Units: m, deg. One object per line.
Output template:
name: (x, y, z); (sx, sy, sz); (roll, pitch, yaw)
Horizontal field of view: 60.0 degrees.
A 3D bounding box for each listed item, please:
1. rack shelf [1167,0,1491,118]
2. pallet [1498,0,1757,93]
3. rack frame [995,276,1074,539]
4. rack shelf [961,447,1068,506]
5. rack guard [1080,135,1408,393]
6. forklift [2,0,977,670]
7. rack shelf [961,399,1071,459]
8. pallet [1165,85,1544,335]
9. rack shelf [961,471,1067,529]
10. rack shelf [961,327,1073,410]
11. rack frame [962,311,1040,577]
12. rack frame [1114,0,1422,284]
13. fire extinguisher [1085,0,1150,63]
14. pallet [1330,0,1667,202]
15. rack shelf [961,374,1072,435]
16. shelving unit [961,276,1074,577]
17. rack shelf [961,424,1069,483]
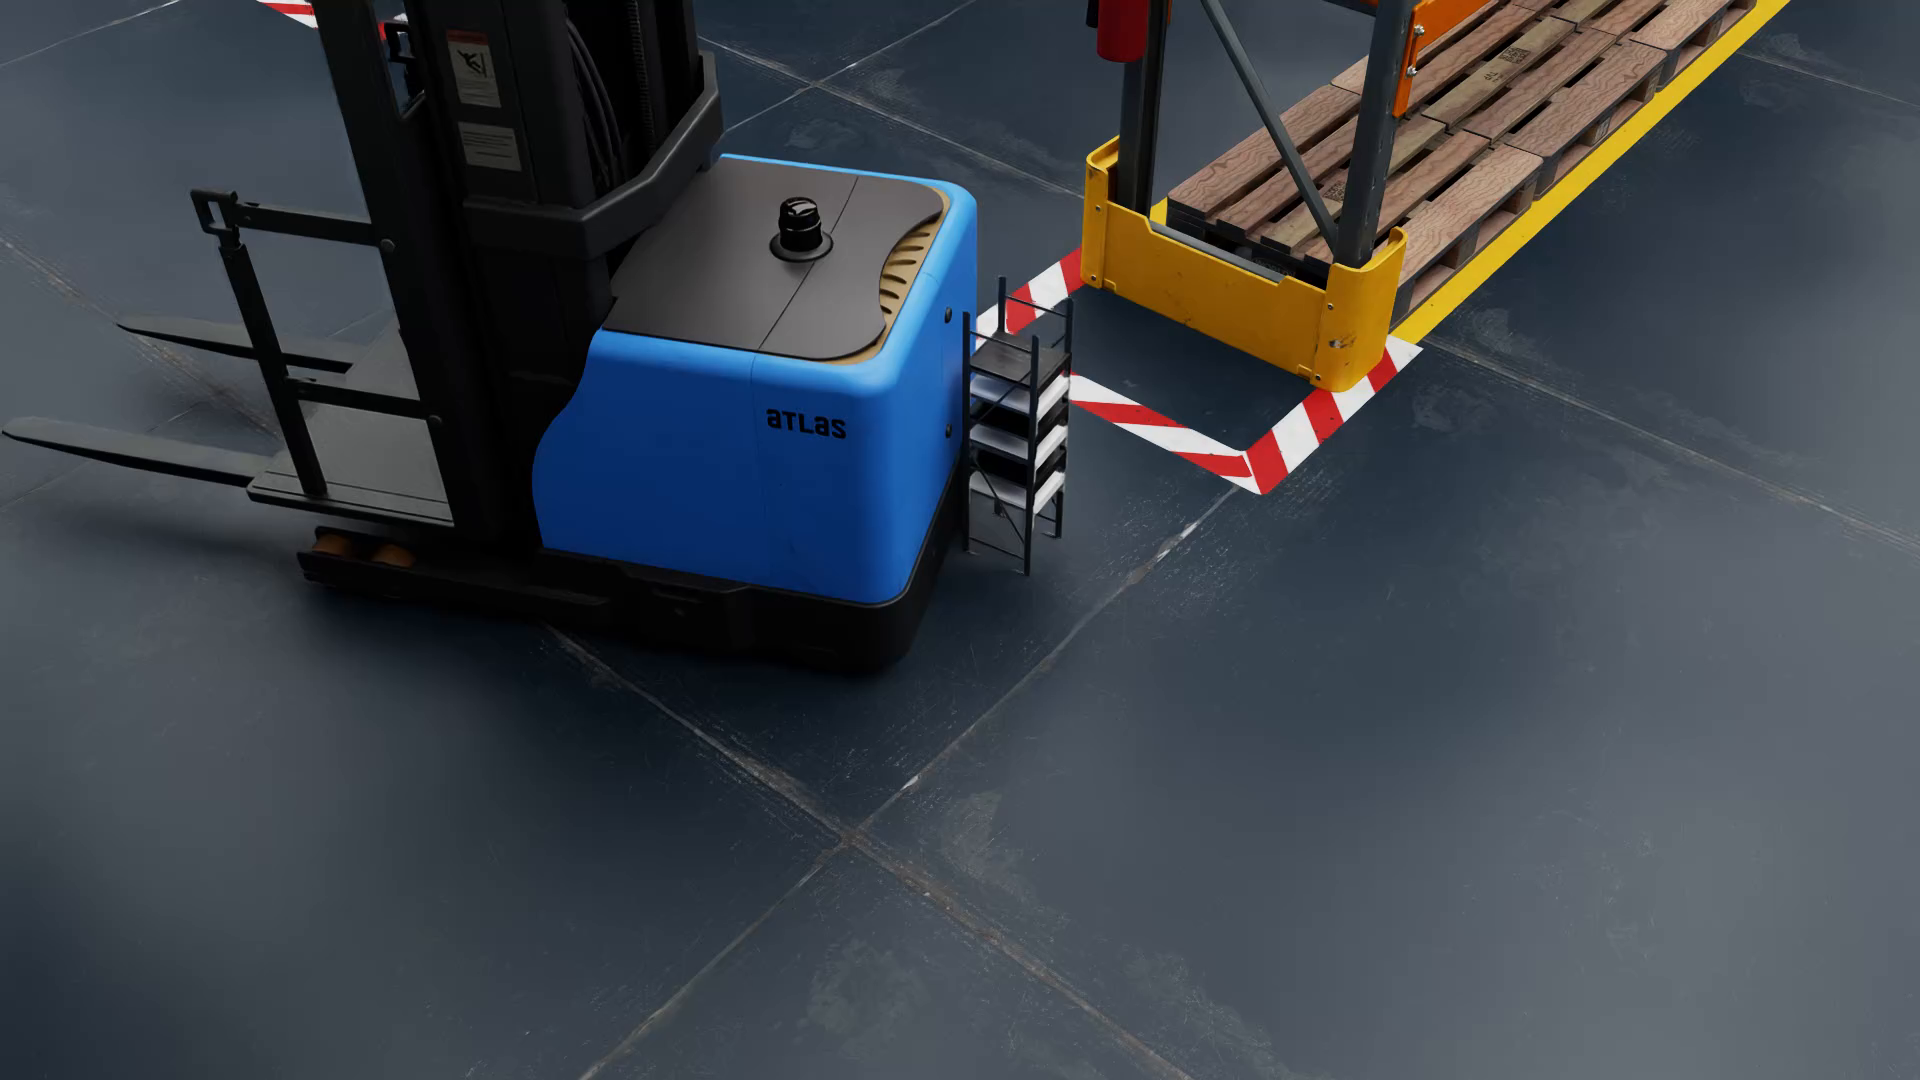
rack shelf: (2.282, -2.730, 6.557); (1.077, 0.370, 4.000); (29, 50, 28)
pallet: (3.126, -2.598, 7.951); (1.003, 0.211, 1.213); (29, 50, 28)
rack frame: (0.216, -0.378, 4.997); (0.240, 0.900, 0.006); (22, 47, 22)
rack shelf: (0.164, -0.228, 5.015); (0.258, 0.077, 0.200); (22, 47, 22)
rack guard: (0.990, -1.023, 6.004); (1.175, 0.500, 0.348); (29, 50, 28)
forklift: (-1.511, -1.241, 4.436); (3.031, 2.935, 1.130); (9, 43, 10)
rack shelf: (0.164, -0.361, 4.894); (0.258, 0.077, 0.200); (22, 47, 22)
pallet: (1.555, -1.342, 6.569); (1.003, 0.211, 1.213); (29, 50, 28)
rack shelf: (0.164, -0.162, 5.076); (0.258, 0.077, 0.200); (22, 47, 22)
rack shelf: (0.164, -0.494, 4.773); (0.258, 0.077, 0.200); (22, 47, 22)
rack frame: (0.112, -0.260, 4.867); (0.240, 0.900, 0.006); (22, 47, 22)
rack frame: (0.995, -1.966, 5.182); (1.000, 3.000, 0.127); (29, 50, 28)
fire extinguisher: (0.550, -1.918, 5.465); (0.296, 0.674, 0.183); (29, 50, 28)
pallet: (2.341, -1.967, 7.257); (1.003, 0.211, 1.213); (29, 50, 28)
rack shelf: (0.164, -0.428, 4.833); (0.258, 0.077, 0.200); (22, 47, 22)
shelving unit: (0.164, -0.319, 4.932); (0.258, 0.900, 0.210); (22, 47, 22)
rack shelf: (0.164, -0.295, 4.955); (0.258, 0.077, 0.200); (22, 47, 22)
